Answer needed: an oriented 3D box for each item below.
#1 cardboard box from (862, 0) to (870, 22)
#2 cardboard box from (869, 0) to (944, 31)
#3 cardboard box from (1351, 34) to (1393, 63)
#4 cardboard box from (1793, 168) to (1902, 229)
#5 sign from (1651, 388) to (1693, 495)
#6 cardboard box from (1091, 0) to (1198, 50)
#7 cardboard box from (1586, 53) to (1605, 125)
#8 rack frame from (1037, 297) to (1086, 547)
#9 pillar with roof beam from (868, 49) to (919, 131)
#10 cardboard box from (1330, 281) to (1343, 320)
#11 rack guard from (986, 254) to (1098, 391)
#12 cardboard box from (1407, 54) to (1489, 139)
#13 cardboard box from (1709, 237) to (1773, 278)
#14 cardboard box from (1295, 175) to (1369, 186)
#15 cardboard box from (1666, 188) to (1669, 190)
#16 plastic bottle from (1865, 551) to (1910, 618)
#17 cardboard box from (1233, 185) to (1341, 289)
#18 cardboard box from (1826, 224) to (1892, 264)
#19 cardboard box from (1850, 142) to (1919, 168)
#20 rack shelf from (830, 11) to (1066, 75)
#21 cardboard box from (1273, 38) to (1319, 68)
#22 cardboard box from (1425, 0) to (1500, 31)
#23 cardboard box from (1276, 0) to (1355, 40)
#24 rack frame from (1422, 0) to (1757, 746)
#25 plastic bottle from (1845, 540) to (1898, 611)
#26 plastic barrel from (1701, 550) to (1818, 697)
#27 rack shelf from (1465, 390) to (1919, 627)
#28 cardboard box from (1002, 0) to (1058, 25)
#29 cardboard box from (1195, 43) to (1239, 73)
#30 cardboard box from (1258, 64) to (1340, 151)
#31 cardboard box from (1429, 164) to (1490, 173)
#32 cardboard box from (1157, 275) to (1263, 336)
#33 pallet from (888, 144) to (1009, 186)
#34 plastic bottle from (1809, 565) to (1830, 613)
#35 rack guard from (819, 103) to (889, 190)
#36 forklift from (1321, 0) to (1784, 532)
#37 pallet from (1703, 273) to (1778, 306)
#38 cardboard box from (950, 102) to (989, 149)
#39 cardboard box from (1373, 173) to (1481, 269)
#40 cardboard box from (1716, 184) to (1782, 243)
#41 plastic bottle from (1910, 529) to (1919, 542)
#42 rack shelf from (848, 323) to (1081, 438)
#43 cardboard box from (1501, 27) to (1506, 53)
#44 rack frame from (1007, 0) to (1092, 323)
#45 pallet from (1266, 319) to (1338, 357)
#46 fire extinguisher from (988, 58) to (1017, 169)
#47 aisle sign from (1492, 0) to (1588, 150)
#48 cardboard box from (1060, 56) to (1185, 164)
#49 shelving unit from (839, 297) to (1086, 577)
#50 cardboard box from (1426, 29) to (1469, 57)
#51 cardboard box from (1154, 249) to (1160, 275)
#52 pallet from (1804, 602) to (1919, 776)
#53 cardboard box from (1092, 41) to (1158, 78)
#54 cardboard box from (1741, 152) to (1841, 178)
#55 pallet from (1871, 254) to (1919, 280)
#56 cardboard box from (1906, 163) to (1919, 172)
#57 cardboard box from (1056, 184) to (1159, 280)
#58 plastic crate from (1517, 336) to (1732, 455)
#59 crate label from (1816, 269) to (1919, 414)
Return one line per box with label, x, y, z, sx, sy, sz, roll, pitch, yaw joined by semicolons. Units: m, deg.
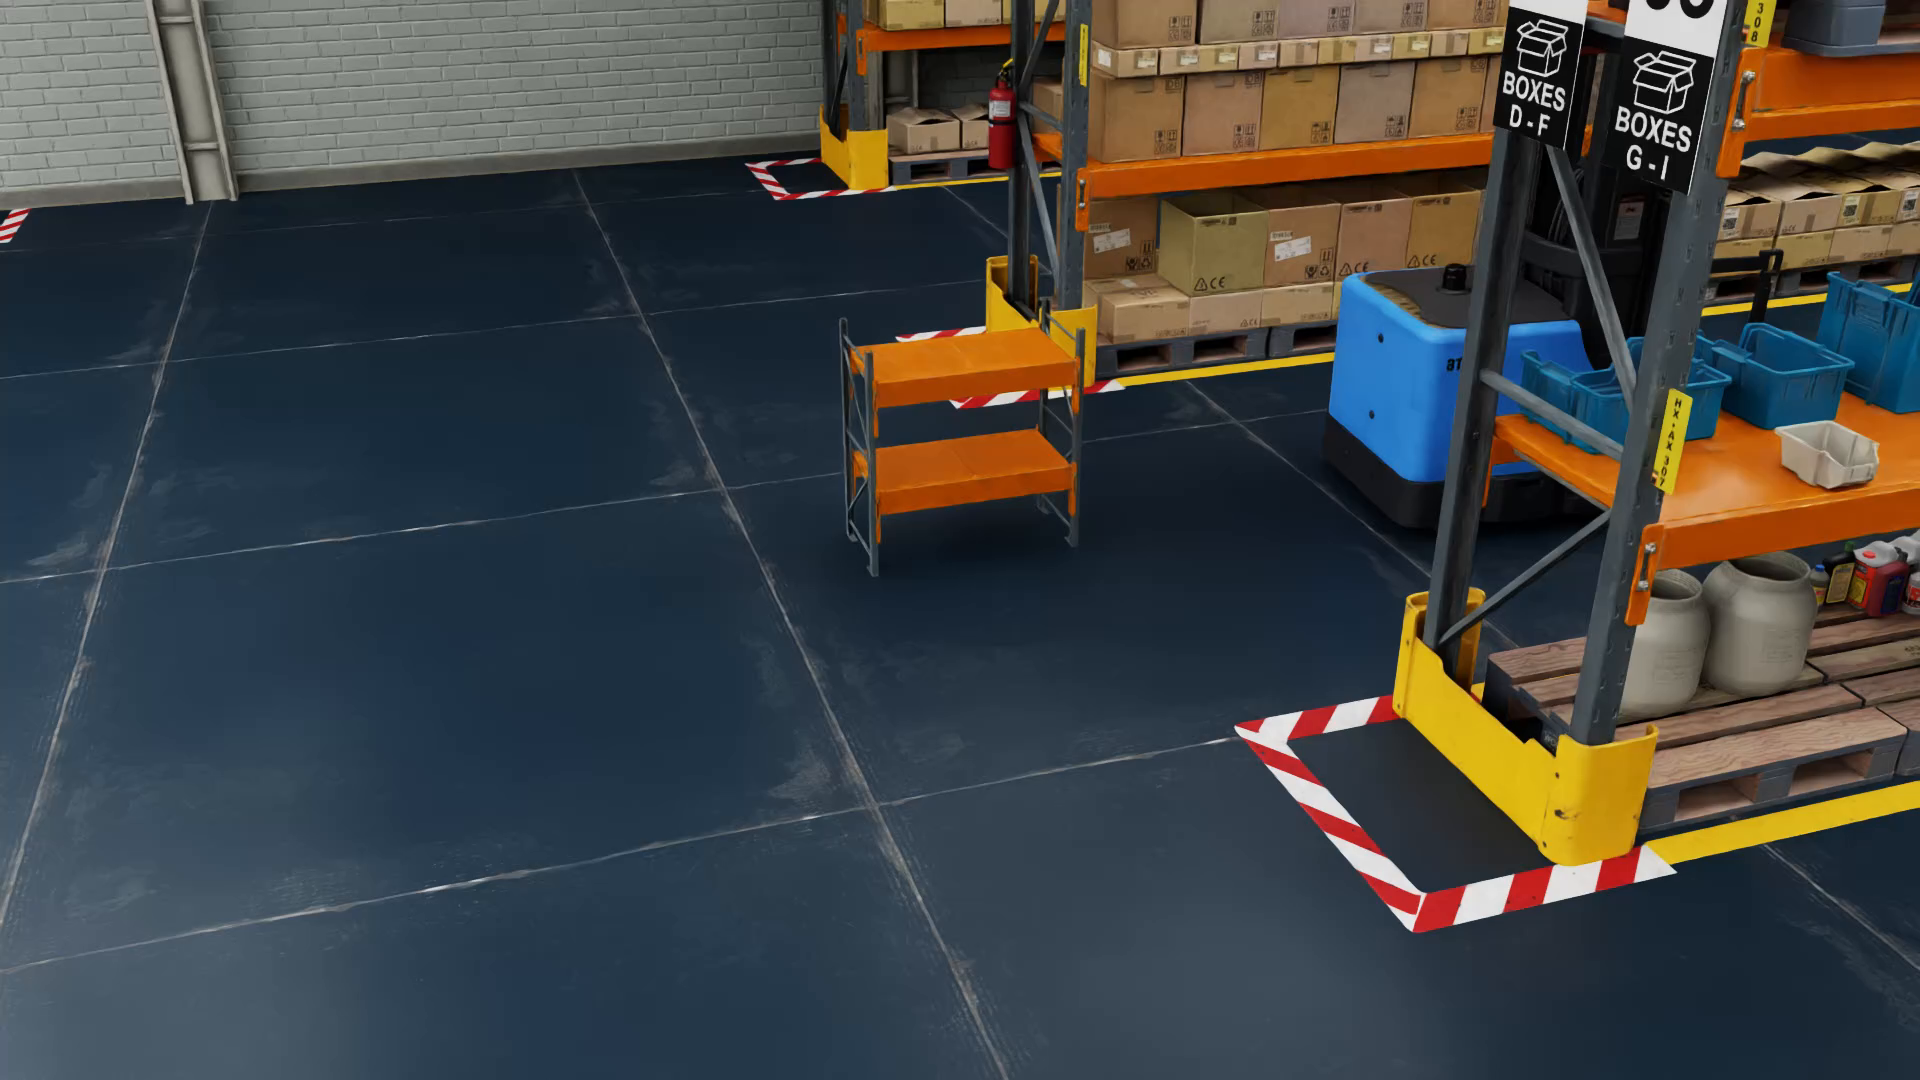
cardboard box;-0.632;-4.693;14.475;0.500;0.250;0.500;-8;27;-15
cardboard box;-0.454;-4.479;14.045;0.500;0.250;0.500;-9;28;-18
cardboard box;2.422;-3.020;10.118;0.250;0.149;0.380;-8;27;-16
cardboard box;6.256;-2.433;11.766;0.500;0.311;0.500;-7;27;-15
sign;2.217;-0.306;5.183;0.005;0.325;0.100;-8;28;-16
cardboard box;1.019;-3.203;9.756;0.500;0.500;0.700;-8;28;-16
cardboard box;3.904;-3.042;10.892;0.500;0.500;0.700;-9;28;-17
rack frame;0.490;-0.575;8.143;0.032;1.125;0.500;-8;28;-16
pillar with roof beam;0.714;-5.933;10.082;0.400;9.000;9.100;-8;28;-16
cardboard box;2.526;-1.653;10.826;0.500;0.250;0.500;-8;28;-16
rack guard;0.498;-1.388;10.483;0.348;0.500;1.175;-8;28;-16
cardboard box;2.927;-2.900;10.605;0.500;0.500;0.700;-8;27;-15
cardboard box;5.271;-2.038;11.603;0.500;0.250;0.500;-8;27;-15
cardboard box;2.361;-2.215;11.115;0.500;0.500;0.500;-8;28;-16
cardboard box;5.113;-2.520;11.943;0.500;0.311;0.500;-7;27;-15
plastic bottle;3.943;0.187;7.059;0.133;0.283;0.061;-8;28;-16
cardboard box;2.046;-1.927;10.534;0.500;0.500;0.500;-8;28;-16
cardboard box;6.247;-2.181;11.889;0.500;0.250;0.500;-8;27;-15
cardboard box;7.042;-2.796;12.498;0.500;0.311;0.500;-9;28;-17
rack shelf;0.885;-4.558;14.866;4.000;0.370;1.077;-8;28;-16
cardboard box;1.942;-2.952;9.980;0.250;0.149;0.380;-9;28;-18
cardboard box;2.948;-3.485;10.324;0.500;0.500;0.700;-8;28;-16
cardboard box;1.996;-3.347;10.047;0.500;0.500;0.700;-8;28;-16
rack frame;2.051;-0.416;5.714;0.127;3.000;1.000;-8;28;-16
plastic bottle;3.910;0.146;7.151;0.135;0.276;0.152;-8;28;-16
plastic barrel;3.130;0.319;6.560;0.421;0.512;0.421;0;26;0
rack shelf;3.953;-0.369;6.429;4.000;0.370;1.077;-8;28;-16
cardboard box;0.521;-4.624;14.338;0.500;0.250;0.500;-9;28;-17
cardboard box;1.448;-2.880;9.836;0.250;0.149;0.380;-8;28;-16
cardboard box;1.941;-2.754;10.313;0.500;0.500;0.700;-8;28;-16
cardboard box;3.313;-2.350;11.387;0.500;0.500;0.500;-8;28;-16
cardboard box;1.574;-1.517;10.553;0.500;0.250;0.500;-8;28;-16
pallet;-0.161;-3.463;14.988;1.213;0.211;1.003;-8;28;-16
plastic bottle;3.662;0.202;7.121;0.097;0.201;0.097;0;26;0
rack guard;-0.944;-3.495;14.728;0.348;0.500;1.175;-8;28;-16
forklift;3.537;-1.676;8.330;3.031;2.935;1.130;-6;27;-12
pallet;5.013;-1.930;11.901;1.213;0.211;1.003;-8;28;-16
cardboard box;0.211;-3.733;14.925;0.500;0.311;0.500;-6;27;-12
cardboard box;2.998;-2.063;10.809;0.500;0.500;0.500;-8;28;-16
cardboard box;5.272;-2.287;11.473;0.500;0.311;0.500;-9;28;-17
plastic bottle;4.198;0.069;7.222;0.185;0.351;0.144;-7;27;-14
rack shelf;0.006;-0.767;7.872;1.000;0.278;0.538;-8;28;-16
cardboard box;3.399;-3.162;10.403;0.250;0.149;0.380;-8;28;-16
rack frame;0.521;-2.511;9.934;0.127;3.000;1.000;-8;28;-16
pallet;2.393;-1.551;11.137;1.213;0.211;1.003;-8;28;-16
fire extinguisher;0.265;-2.656;10.314;0.183;0.674;0.296;-8;28;-16
aisle sign;1.891;-1.696;5.369;0.004;0.787;0.394;-8;28;-16
cardboard box;0.969;-2.614;10.030;0.500;0.500;0.700;-8;28;-16
shelving unit;0.006;-0.505;8.002;1.048;1.125;0.538;-8;28;-16
cardboard box;2.924;-3.094;10.268;0.250;0.149;0.380;-7;27;-15
cardboard box;1.411;-1.740;11.001;0.500;0.250;0.500;-8;28;-16
pallet;4.041;0.527;6.951;1.213;0.211;1.003;-8;28;-16
cardboard box;0.961;-2.809;9.693;0.250;0.149;0.380;-8;28;-16
cardboard box;6.068;-2.656;12.215;0.500;0.311;0.500;-9;28;-17
pallet;7.333;-2.266;12.578;1.213;0.211;1.003;-8;28;-16
cardboard box;7.214;-2.569;12.041;0.500;0.311;0.500;-9;28;-17
cardboard box;0.939;-2.003;10.687;0.500;0.500;0.500;-8;28;-16
plastic crate;2.435;-0.545;6.141;0.616;0.251;0.499;-8;28;-16
crate label;3.718;-0.799;6.447;0.616;0.435;0.502;-8;28;-16
